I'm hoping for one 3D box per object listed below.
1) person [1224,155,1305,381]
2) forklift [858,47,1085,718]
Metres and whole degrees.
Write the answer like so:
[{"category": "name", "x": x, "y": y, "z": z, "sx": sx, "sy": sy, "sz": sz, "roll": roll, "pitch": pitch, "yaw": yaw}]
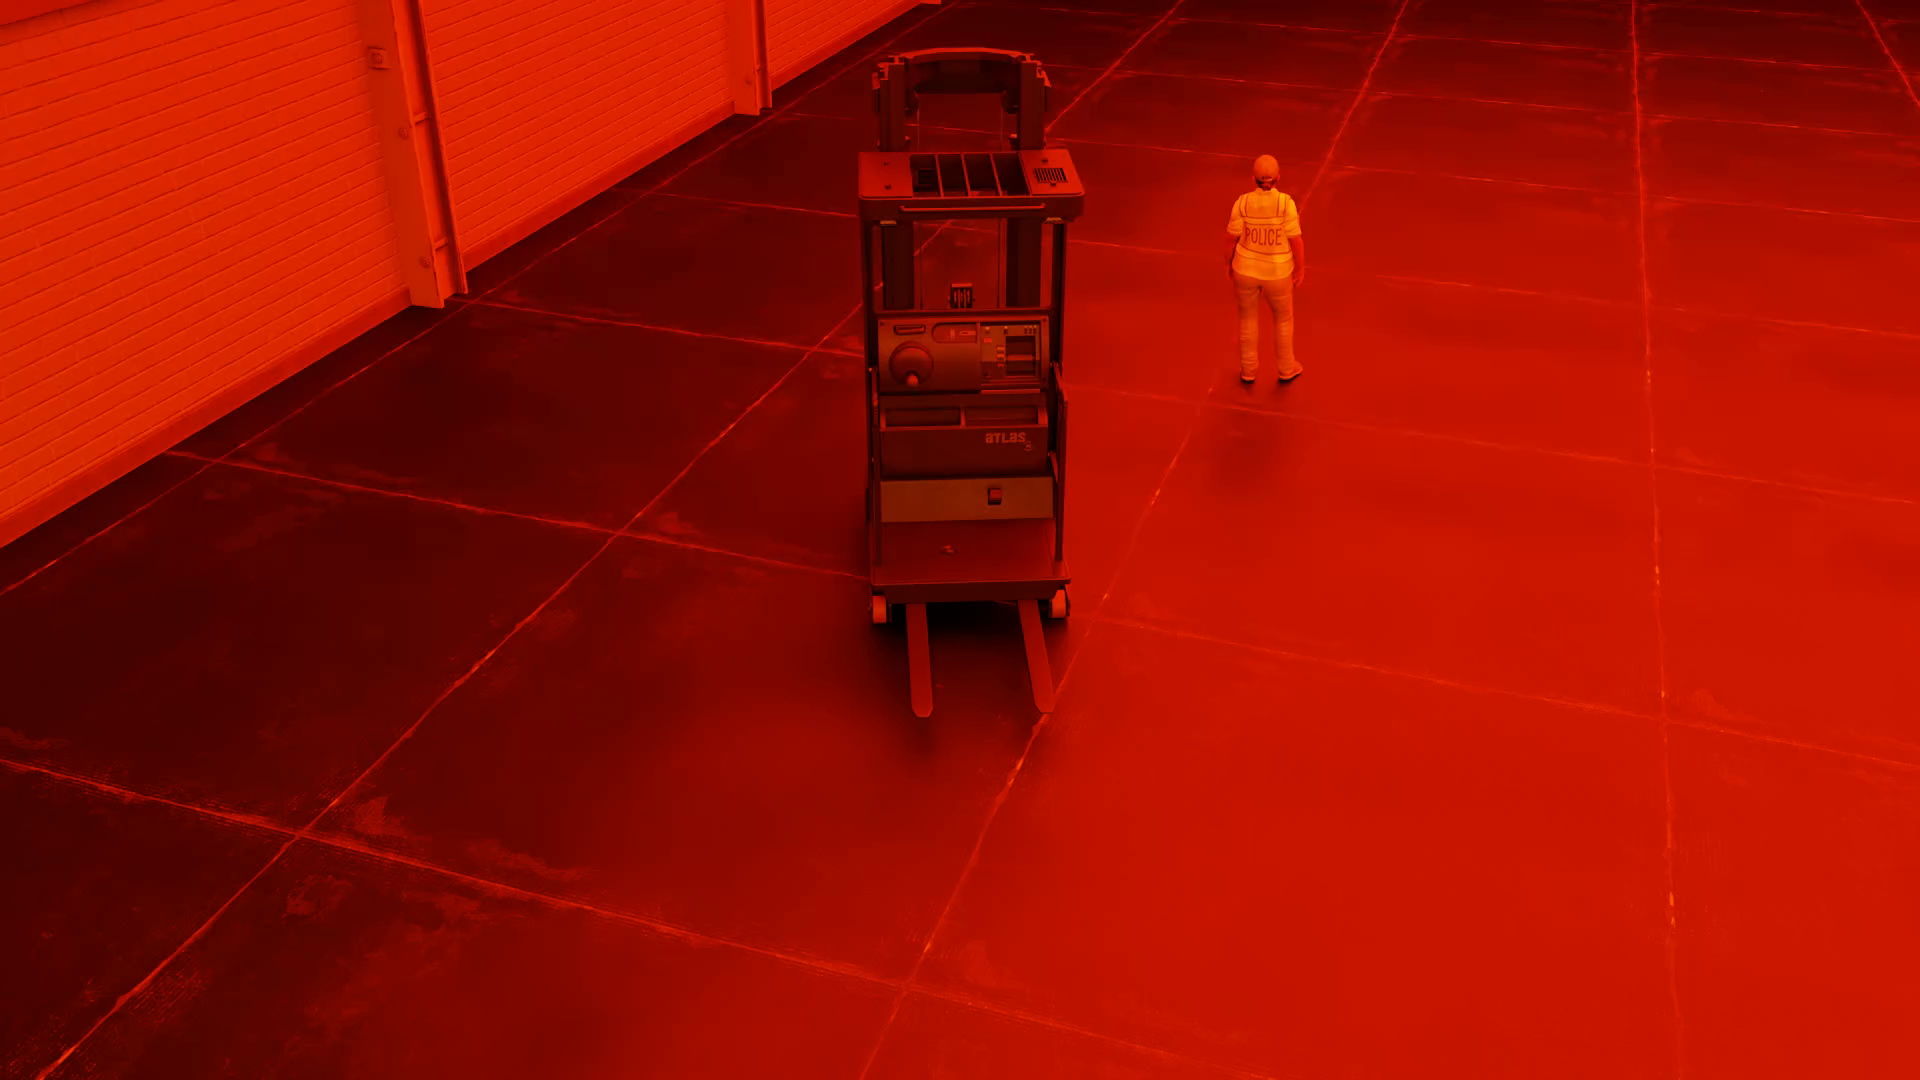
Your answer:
[{"category": "person", "x": 2.177, "y": -1.927, "z": 11.780, "sx": 0.598, "sy": 1.670, "sz": 0.529, "roll": 10, "pitch": 31, "yaw": 16}, {"category": "forklift", "x": 0.035, "y": -0.972, "z": 8.842, "sx": 1.130, "sy": 2.935, "sz": 3.031, "roll": -2, "pitch": 30, "yaw": -3}]
